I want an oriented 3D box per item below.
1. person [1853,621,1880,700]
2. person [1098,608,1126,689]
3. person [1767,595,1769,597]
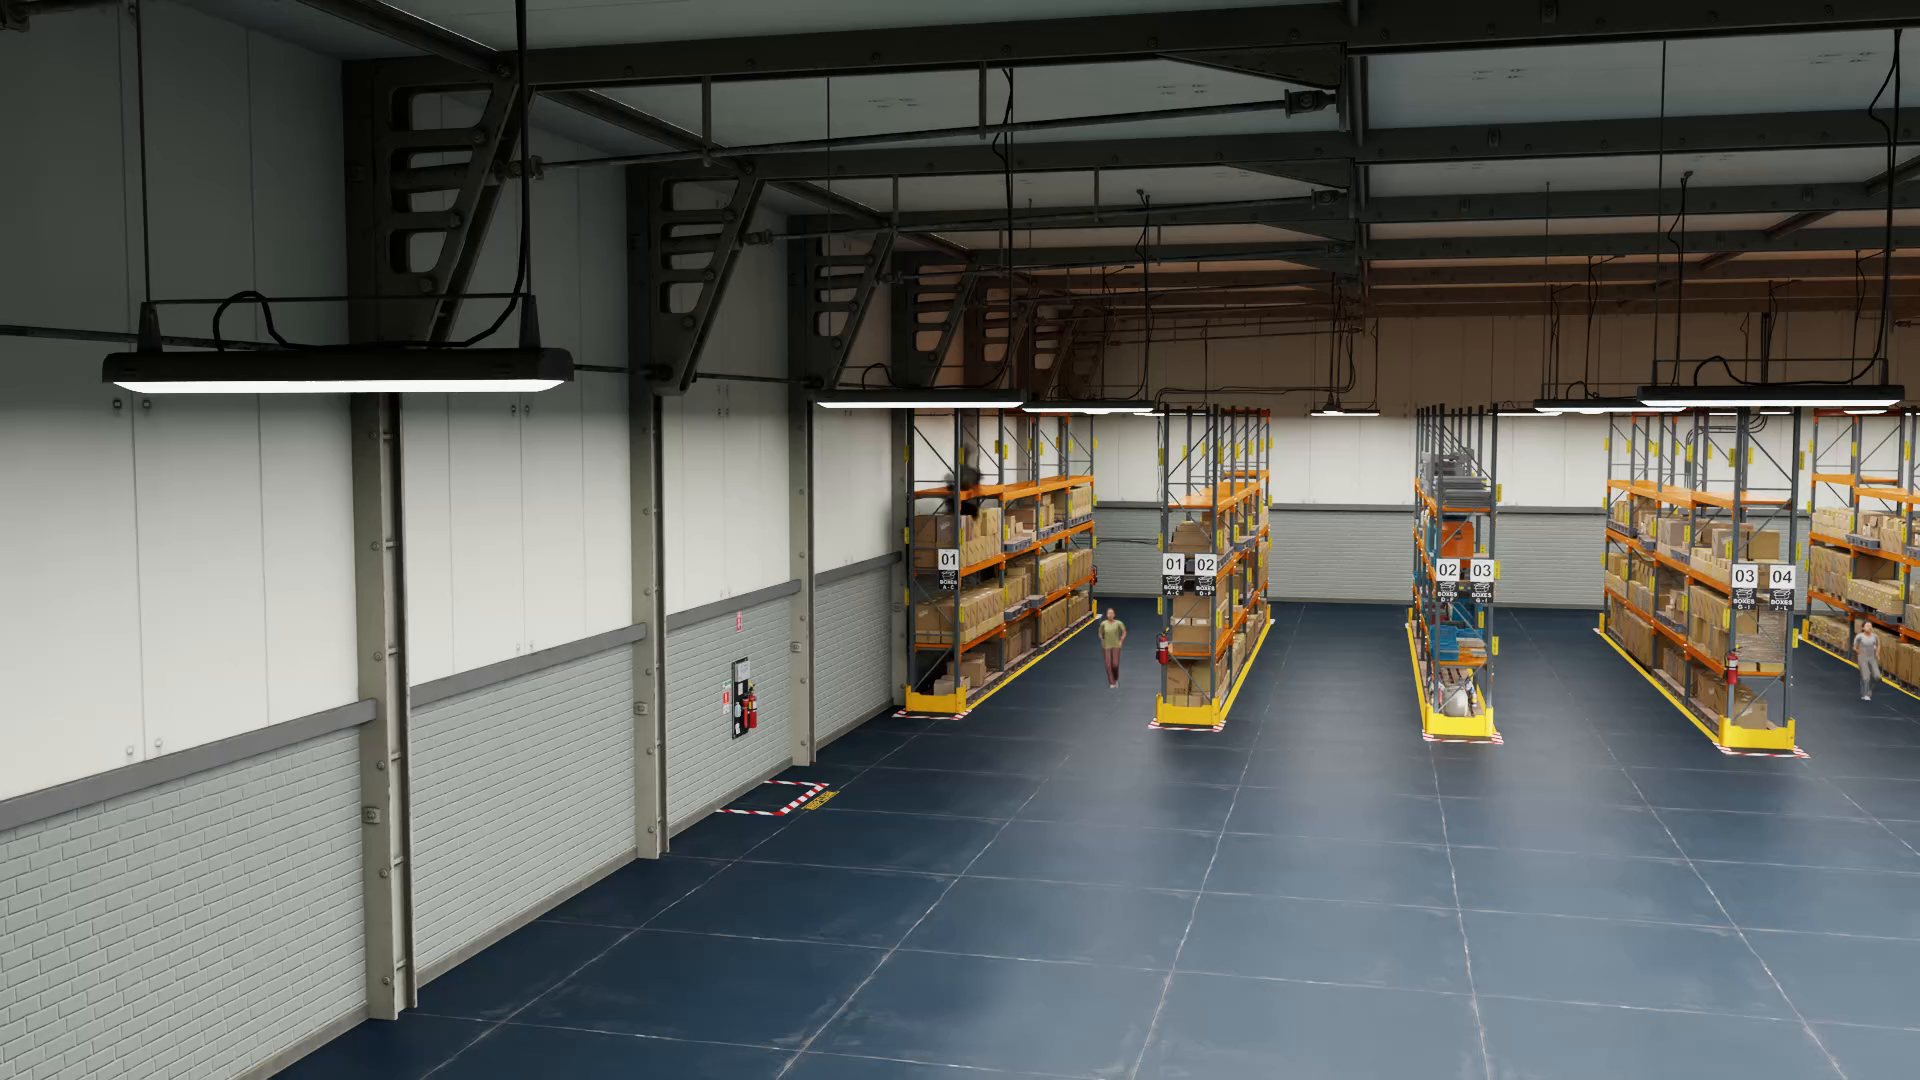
[{"bbox_3d":[18.410,2.447,33.711,0.539,1.625,0.541,1,4,10],"label":"person"},{"bbox_3d":[3.038,2.182,33.385,0.556,1.648,0.508,1,4,13],"label":"person"},{"bbox_3d":[20.084,1.904,40.898,0.539,1.750,0.846,2,4,21],"label":"person"}]
